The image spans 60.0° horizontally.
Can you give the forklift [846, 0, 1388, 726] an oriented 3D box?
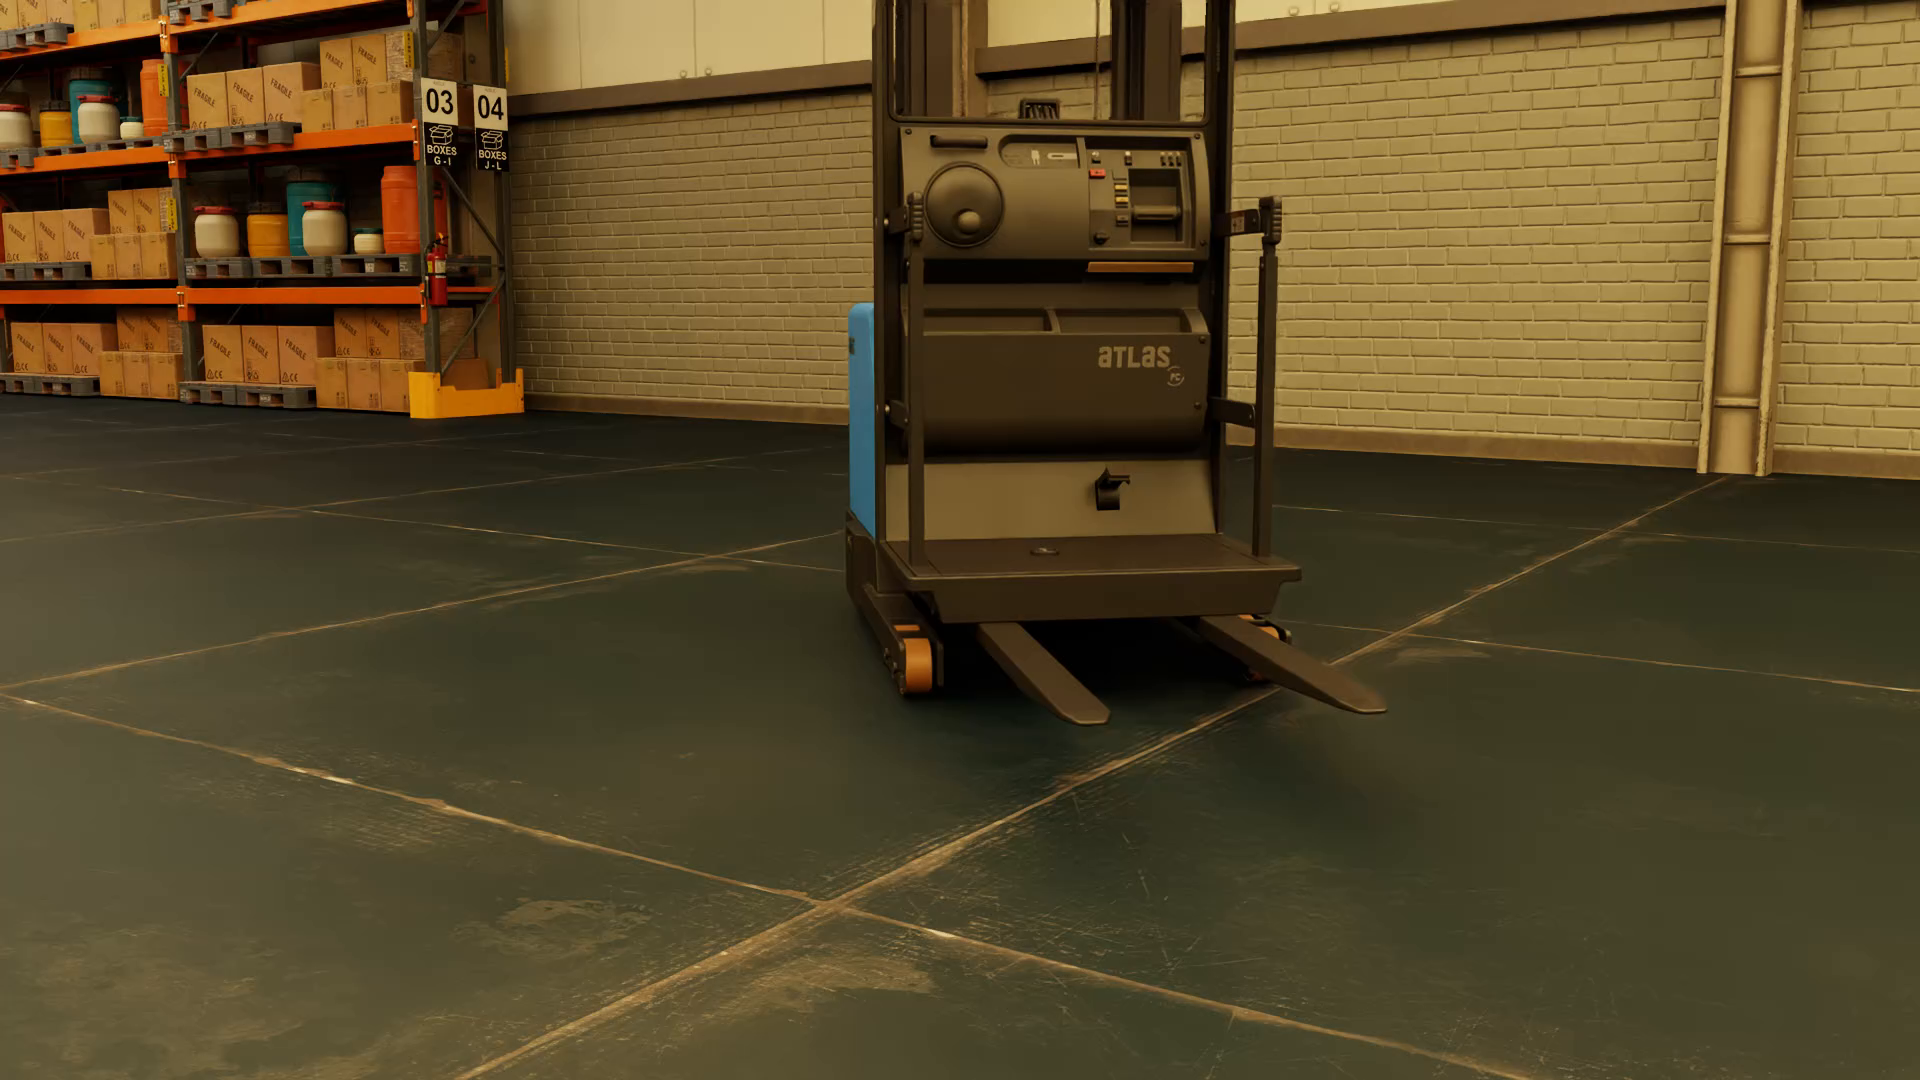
[{"bbox_3d":[0.324,-1.074,4.748,1.130,2.935,3.031,-1,8,-9],"label":"forklift"}]
